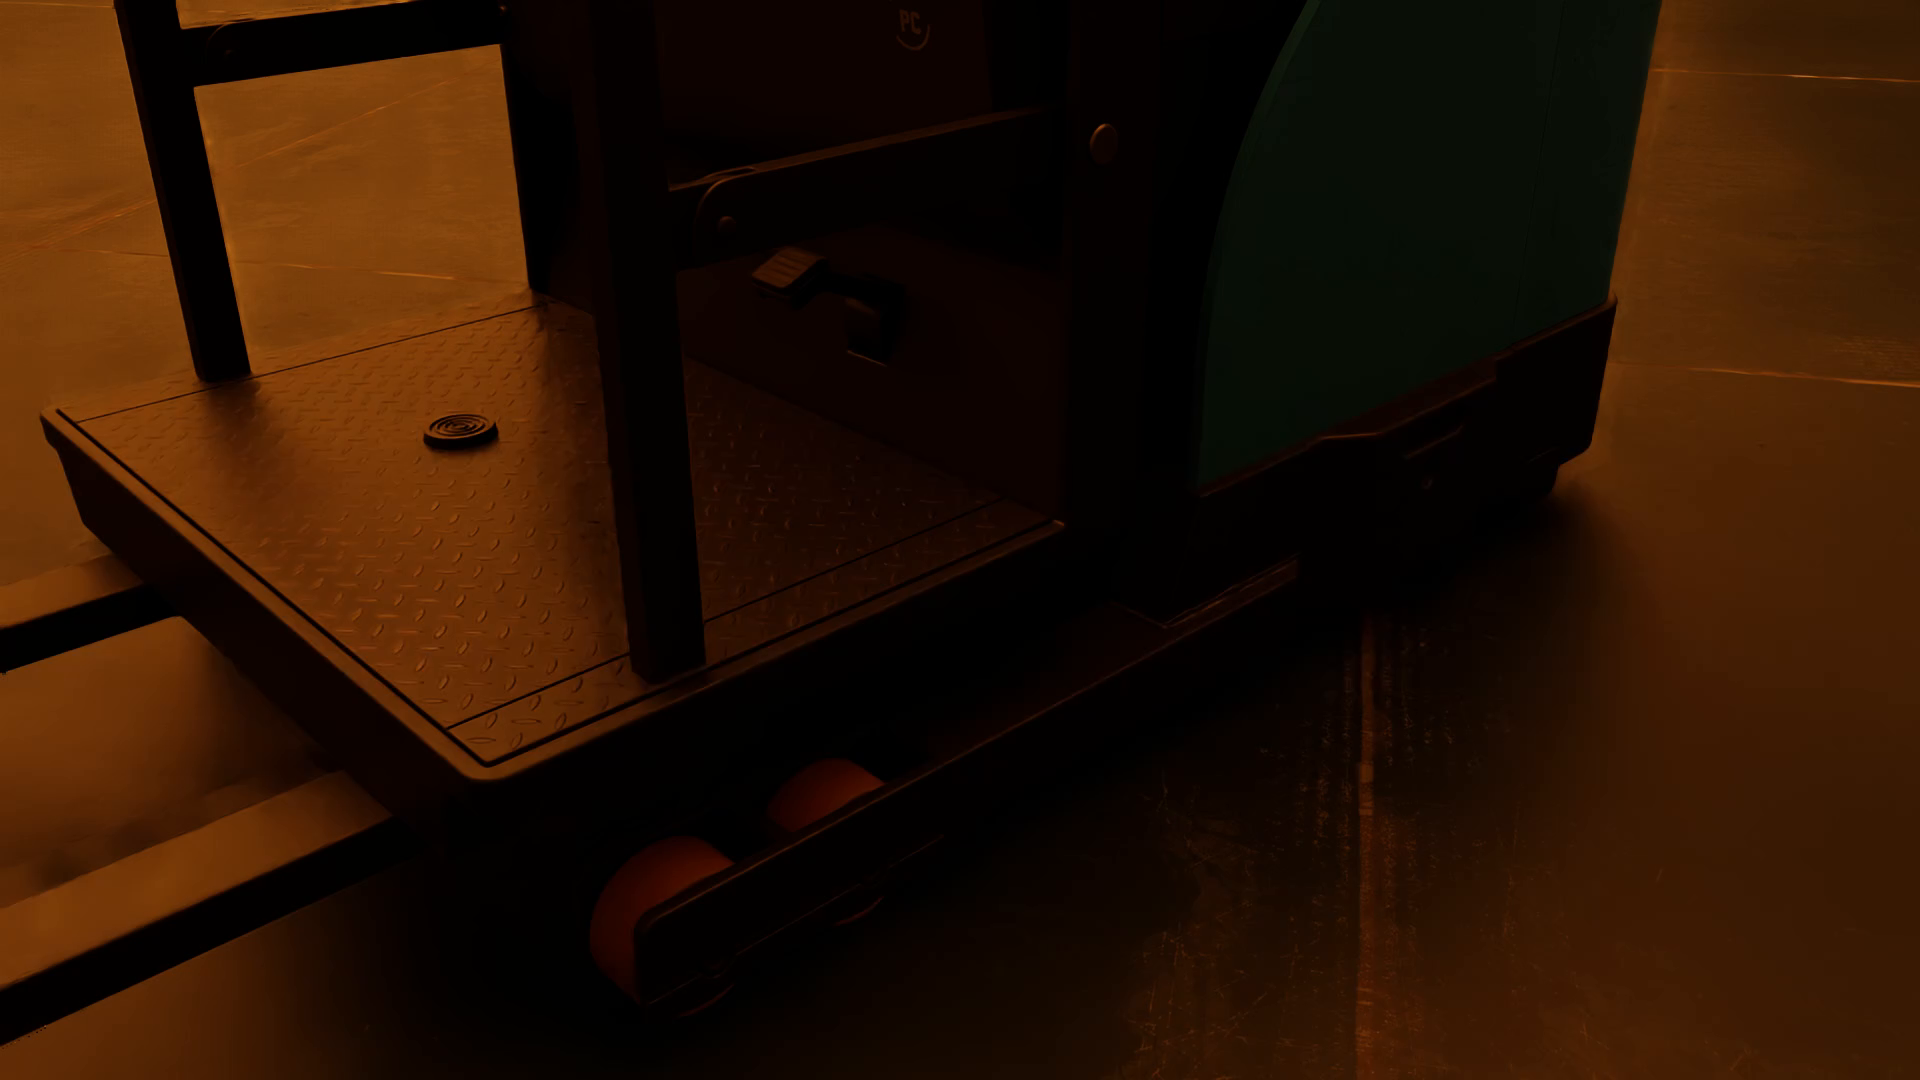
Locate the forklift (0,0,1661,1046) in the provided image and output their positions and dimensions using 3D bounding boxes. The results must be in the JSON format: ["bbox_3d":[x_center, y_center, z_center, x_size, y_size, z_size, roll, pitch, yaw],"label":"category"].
[{"bbox_3d":[-0.406,-1.118,1.461,3.031,2.935,1.130,-23,35,-38],"label":"forklift"}]
